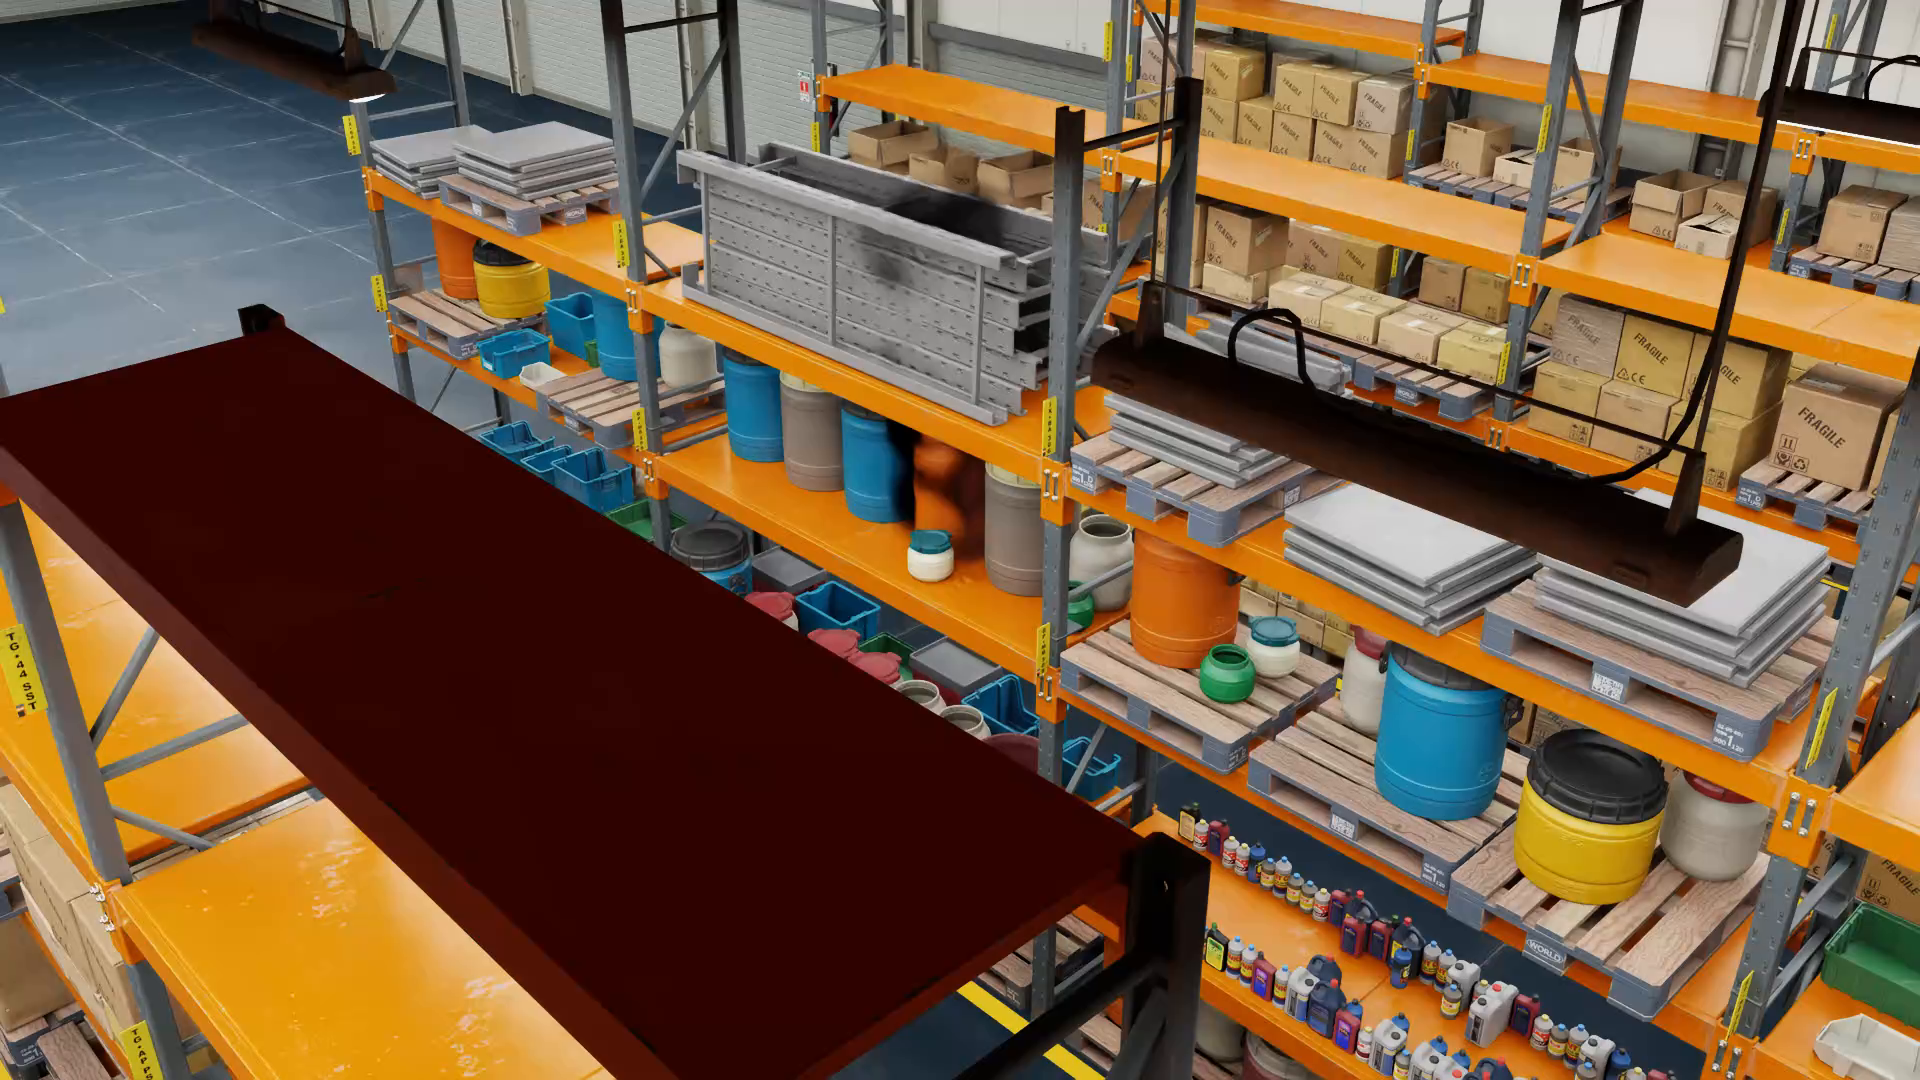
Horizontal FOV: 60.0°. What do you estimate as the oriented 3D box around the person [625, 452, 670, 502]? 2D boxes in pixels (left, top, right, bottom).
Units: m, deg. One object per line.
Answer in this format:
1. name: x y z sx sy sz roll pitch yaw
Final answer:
1. person: -3.046 -0.639 16.227 0.710 1.712 0.675 -25 37 -38
